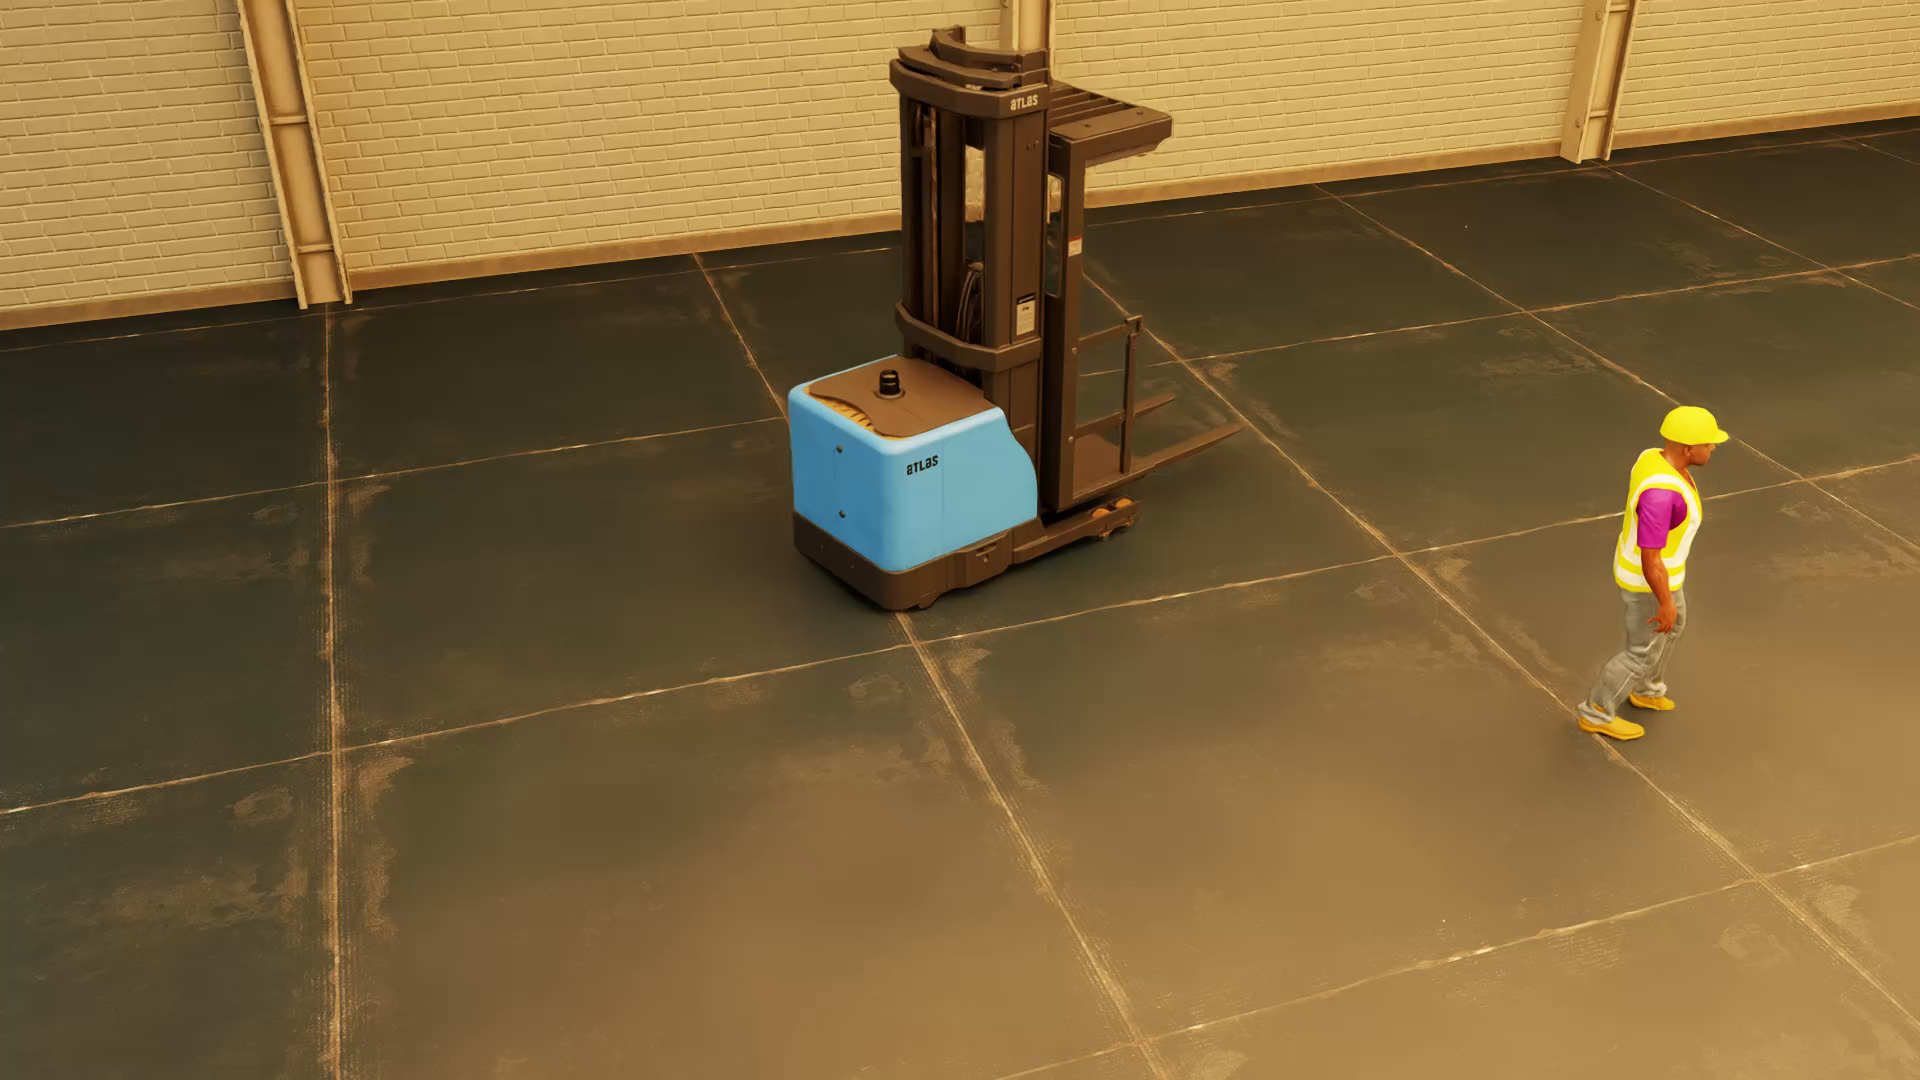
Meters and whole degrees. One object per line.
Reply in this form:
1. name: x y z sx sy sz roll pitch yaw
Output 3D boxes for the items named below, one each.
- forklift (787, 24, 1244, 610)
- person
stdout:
1. forklift: 0.475 -1.475 9.651 3.031 2.935 1.130 -22 37 -33
2. person: 3.391 0.195 7.991 0.538 1.801 0.663 9 31 16
